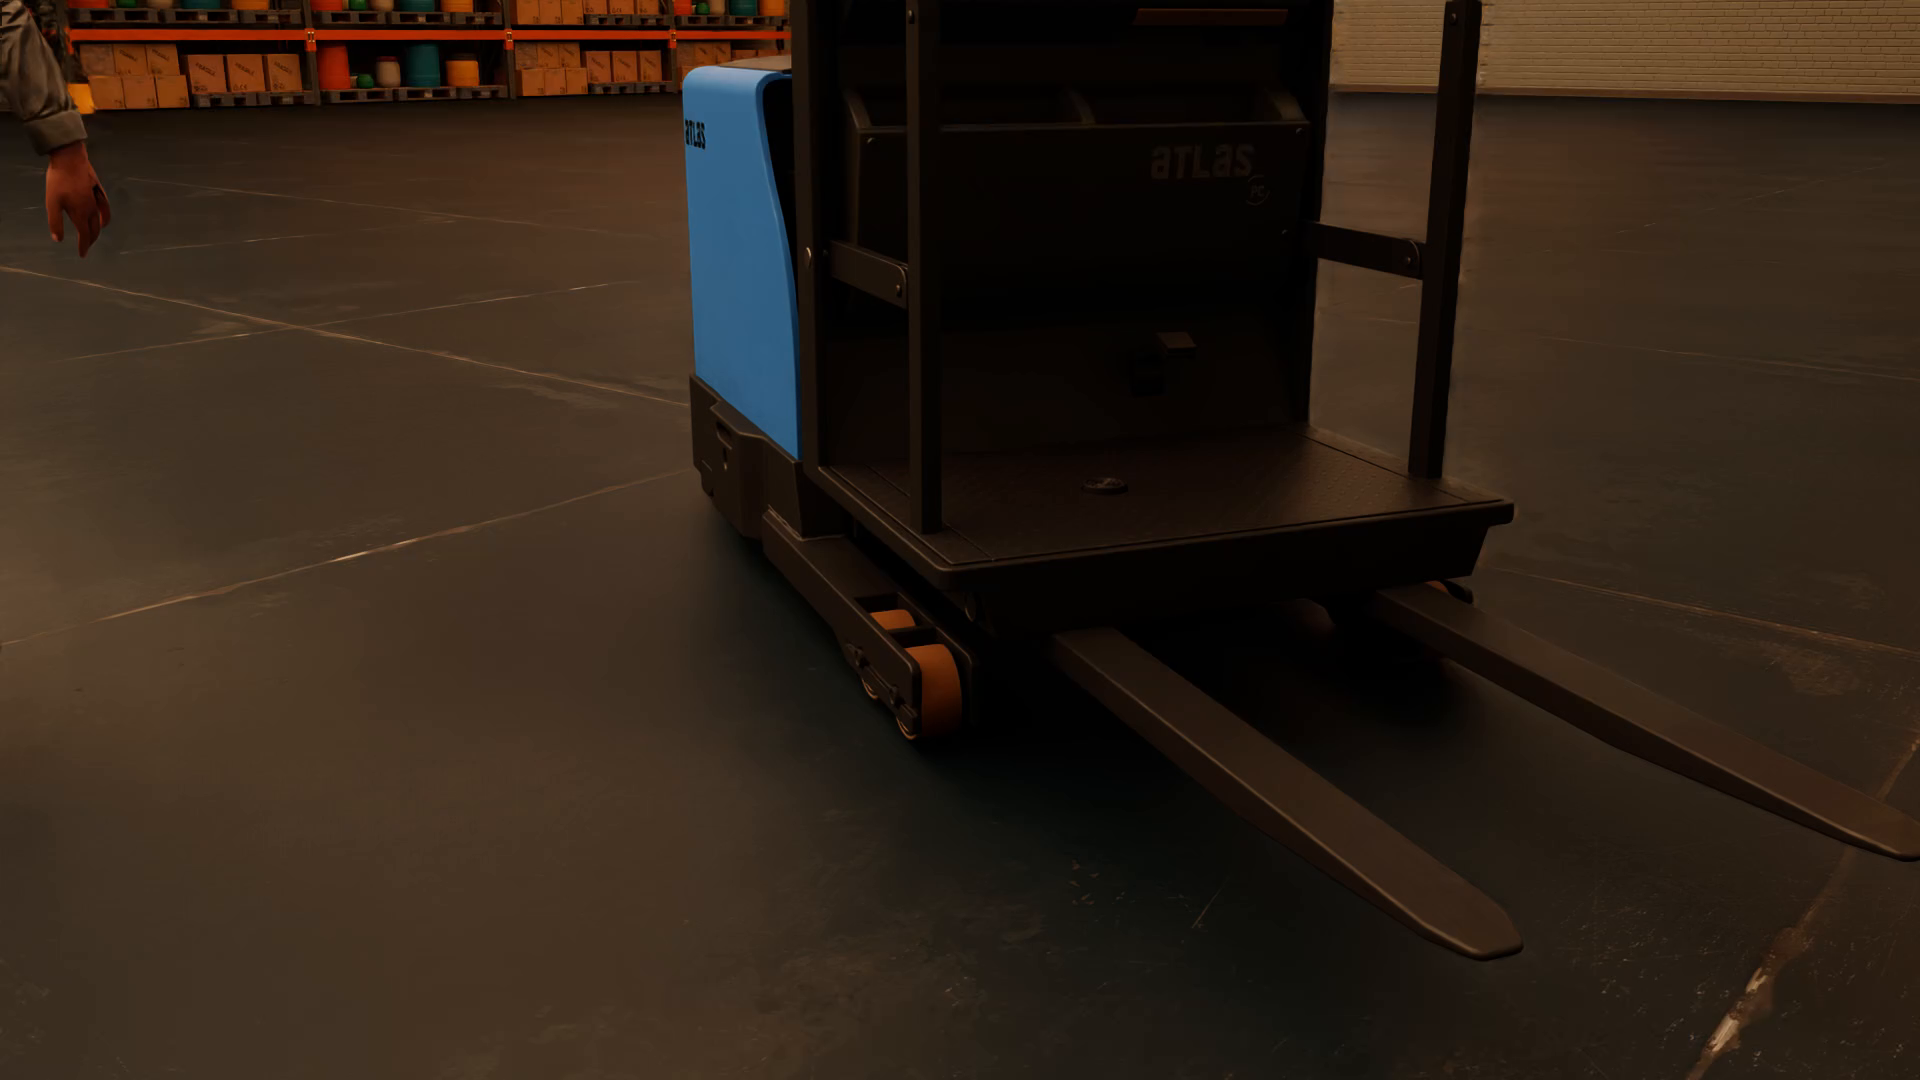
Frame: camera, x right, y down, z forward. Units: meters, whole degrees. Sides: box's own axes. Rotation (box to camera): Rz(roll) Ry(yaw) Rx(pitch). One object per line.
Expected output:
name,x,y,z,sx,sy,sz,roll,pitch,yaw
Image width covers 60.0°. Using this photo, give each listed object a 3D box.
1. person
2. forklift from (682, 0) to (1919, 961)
person,-1.867,-0.450,2.658,0.655,1.701,0.746,6,18,19
forklift,0.308,-1.198,2.842,1.130,2.935,3.031,-6,18,-20
